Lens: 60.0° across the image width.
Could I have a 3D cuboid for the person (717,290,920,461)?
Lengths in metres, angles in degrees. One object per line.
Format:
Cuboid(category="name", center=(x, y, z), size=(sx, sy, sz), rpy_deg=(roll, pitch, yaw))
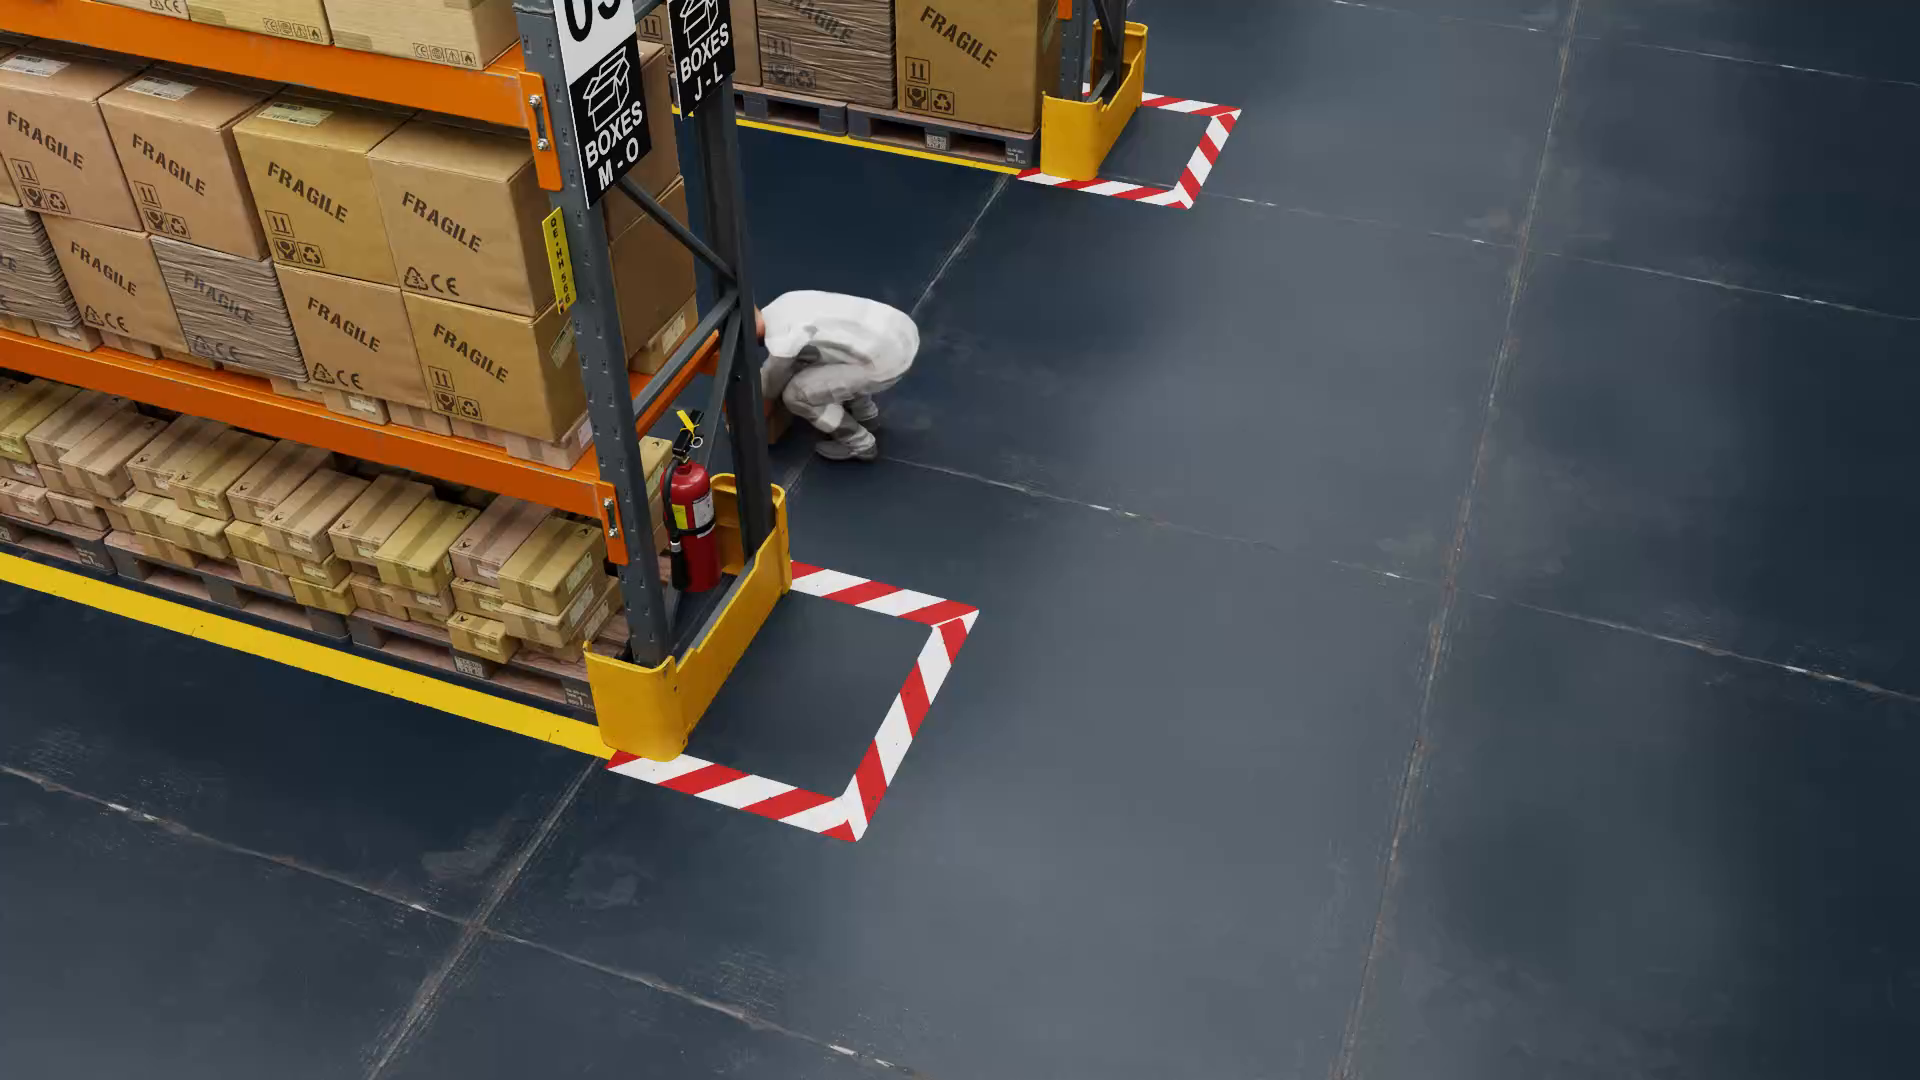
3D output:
Cuboid(category="person", center=(-0.672, -0.792, 7.839), size=(0.959, 0.799, 0.517), rpy_deg=(8, 42, 9))
